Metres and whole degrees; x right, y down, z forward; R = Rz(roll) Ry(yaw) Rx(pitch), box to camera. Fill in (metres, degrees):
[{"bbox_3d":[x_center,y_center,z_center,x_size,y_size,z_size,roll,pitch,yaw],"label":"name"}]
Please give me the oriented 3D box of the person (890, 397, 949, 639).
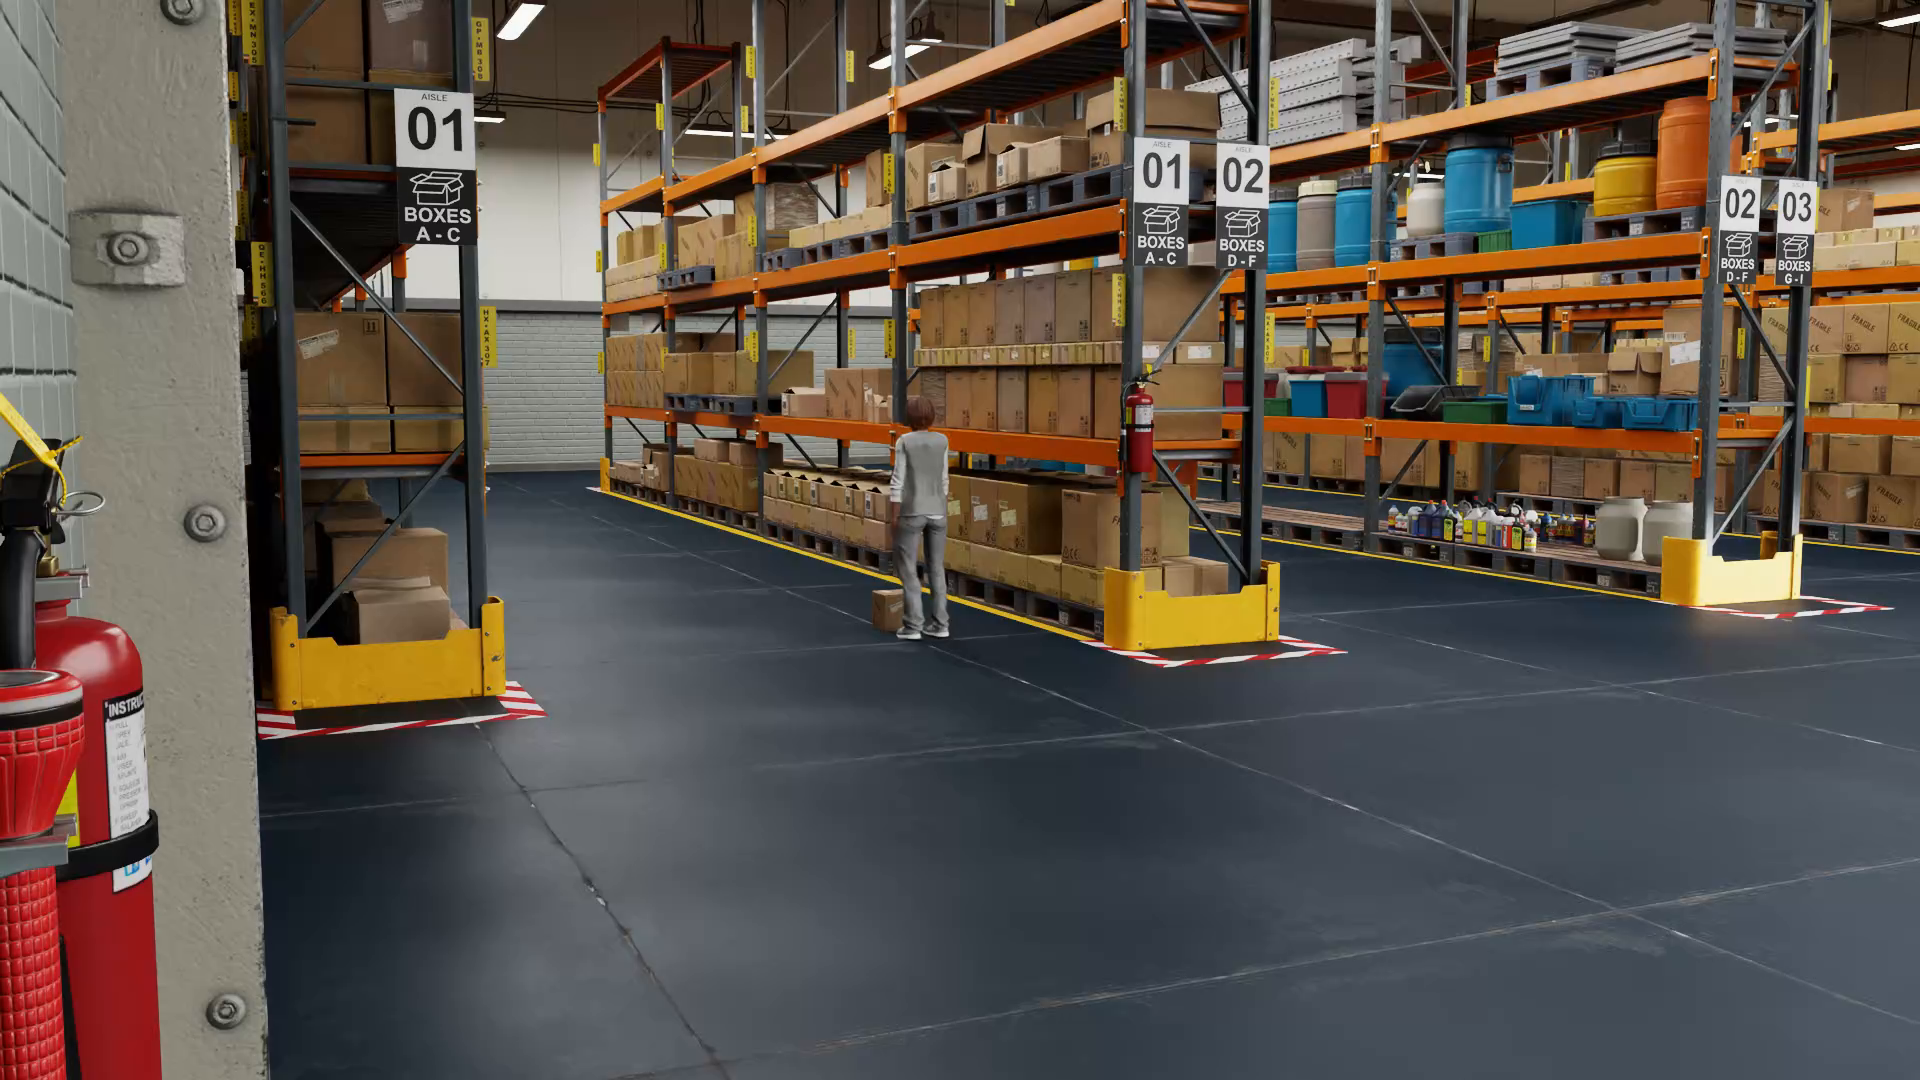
[{"bbox_3d":[-0.268,-0.139,10.914,0.407,1.589,0.299,-2,6,-23],"label":"person"}]
